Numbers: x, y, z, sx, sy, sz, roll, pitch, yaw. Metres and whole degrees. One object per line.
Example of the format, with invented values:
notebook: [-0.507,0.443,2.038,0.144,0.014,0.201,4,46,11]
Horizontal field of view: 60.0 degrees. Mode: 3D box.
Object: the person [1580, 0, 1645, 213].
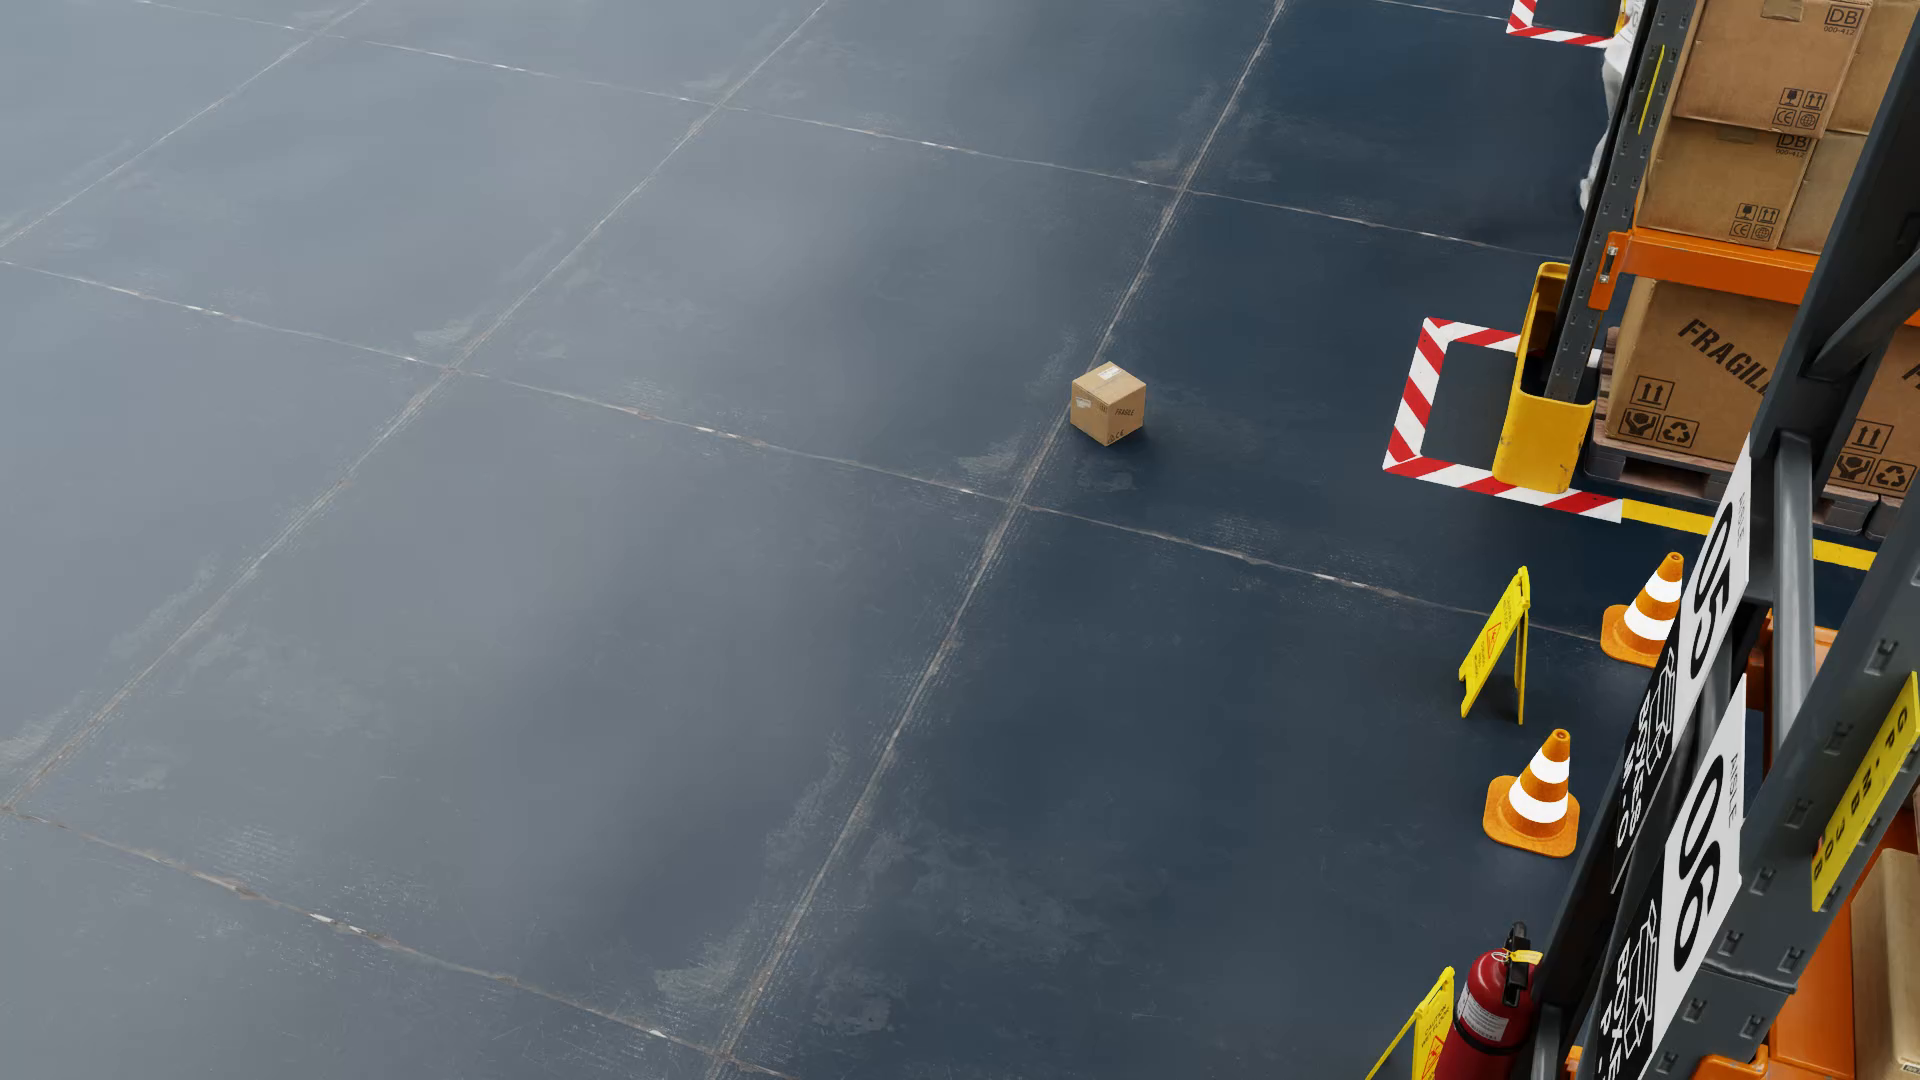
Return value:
person: [3.636,-2.482,8.908,0.496,1.651,0.490,-13,43,-14]
